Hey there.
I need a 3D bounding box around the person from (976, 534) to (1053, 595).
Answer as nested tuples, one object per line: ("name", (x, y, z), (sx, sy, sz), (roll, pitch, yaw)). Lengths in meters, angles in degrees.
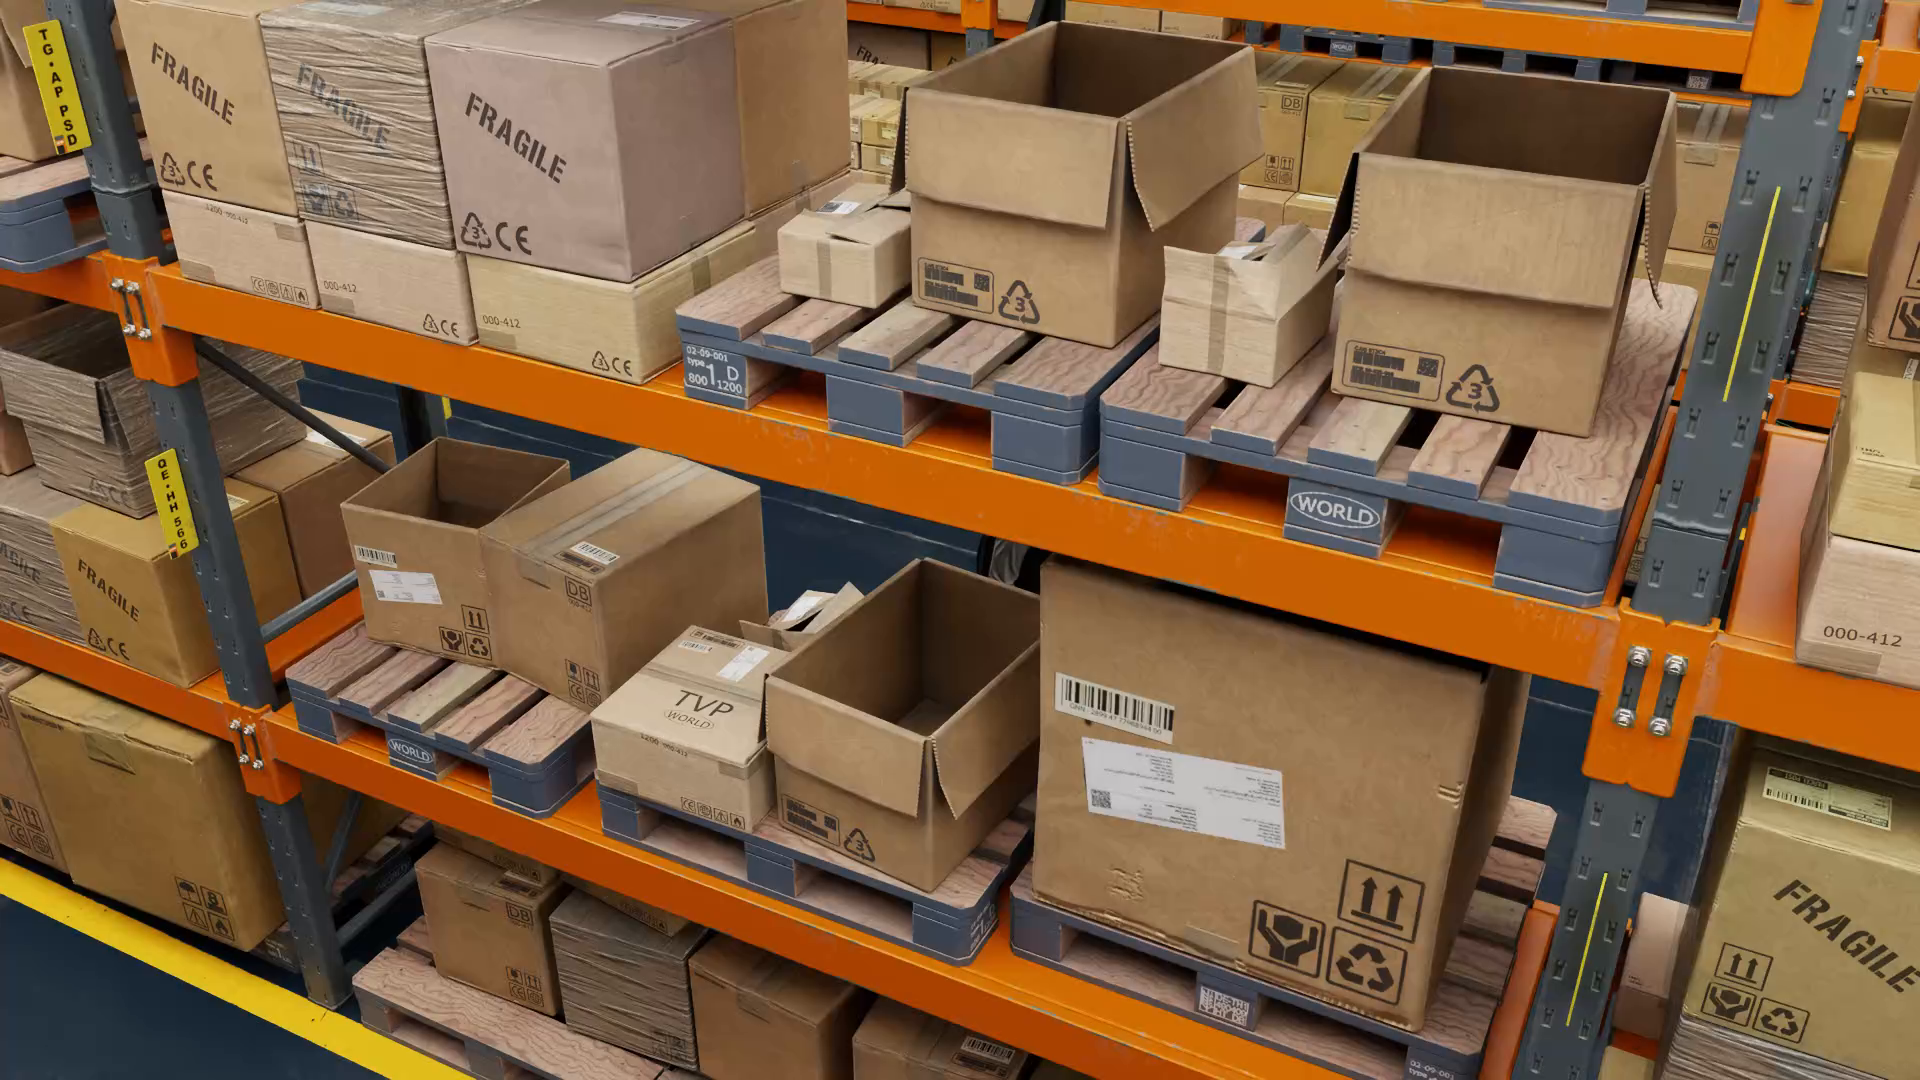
("person", (0.278, 0.302, 6.626), (0.418, 1.721, 0.580), (15, 33, 24))
